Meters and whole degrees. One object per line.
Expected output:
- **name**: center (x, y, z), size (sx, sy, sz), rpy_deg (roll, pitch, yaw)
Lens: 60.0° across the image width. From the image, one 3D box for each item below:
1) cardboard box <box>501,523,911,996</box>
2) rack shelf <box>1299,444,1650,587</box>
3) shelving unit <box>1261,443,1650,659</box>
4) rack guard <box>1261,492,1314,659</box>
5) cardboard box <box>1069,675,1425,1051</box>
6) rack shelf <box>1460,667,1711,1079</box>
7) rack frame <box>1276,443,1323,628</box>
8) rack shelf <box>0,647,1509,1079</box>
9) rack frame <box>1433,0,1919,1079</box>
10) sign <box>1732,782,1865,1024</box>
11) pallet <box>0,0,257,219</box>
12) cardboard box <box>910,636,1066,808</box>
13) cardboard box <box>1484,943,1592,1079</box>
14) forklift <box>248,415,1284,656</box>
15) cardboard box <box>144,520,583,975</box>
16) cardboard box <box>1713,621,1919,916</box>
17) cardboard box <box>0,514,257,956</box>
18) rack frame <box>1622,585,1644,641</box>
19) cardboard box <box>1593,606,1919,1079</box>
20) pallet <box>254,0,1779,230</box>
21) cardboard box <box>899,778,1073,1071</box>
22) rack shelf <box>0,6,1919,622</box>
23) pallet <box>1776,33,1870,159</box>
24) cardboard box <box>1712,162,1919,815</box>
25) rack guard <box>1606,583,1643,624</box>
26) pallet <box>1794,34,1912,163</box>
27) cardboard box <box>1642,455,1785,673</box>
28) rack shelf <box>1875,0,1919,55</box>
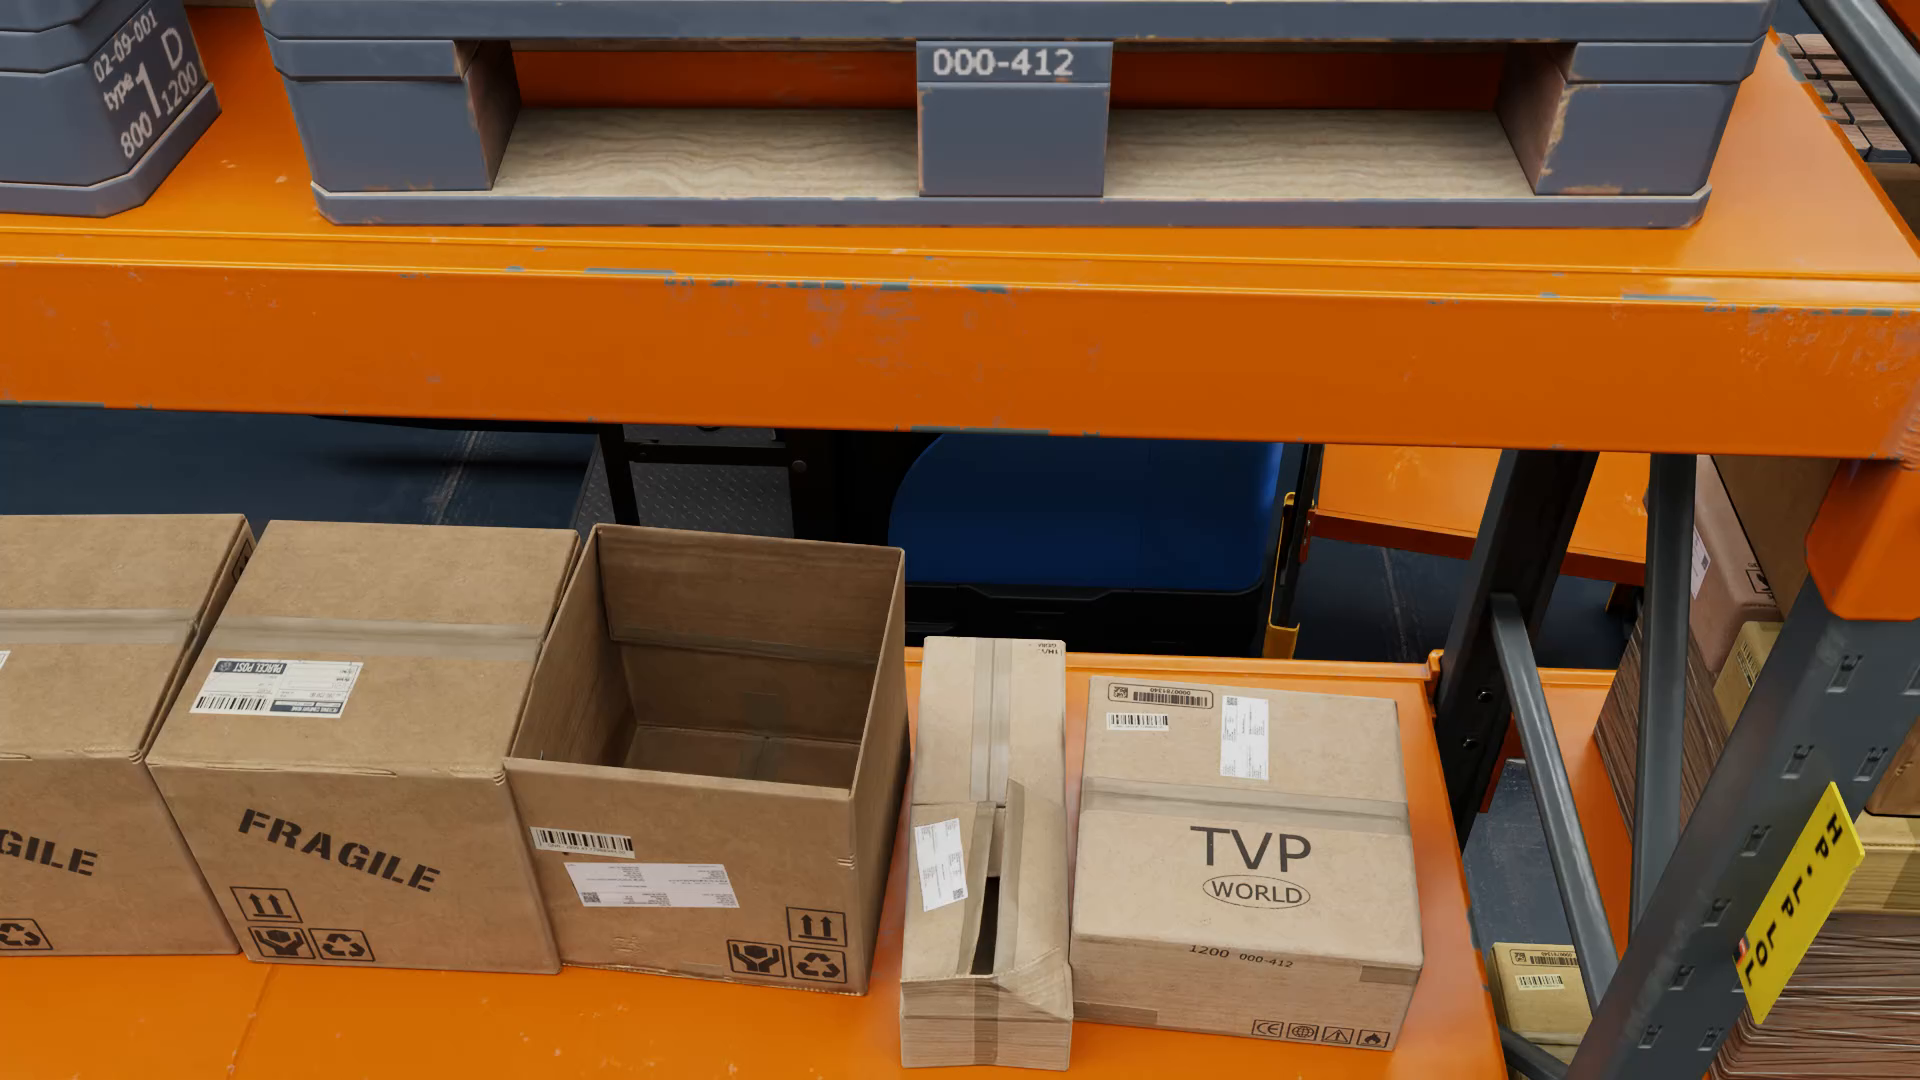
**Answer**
- **cardboard box**: center (-0.363, 0.340, 2.611), size (0.500, 0.500, 0.500), rpy_deg (5, 43, 5)
- **rack shelf**: center (1.458, -0.102, 4.523), size (1.000, 0.185, 0.538), rpy_deg (9, 44, 10)
- **shelving unit**: center (1.449, -0.235, 4.402), size (1.083, 1.500, 0.587), rpy_deg (9, 44, 10)
- **rack guard**: center (0.964, 0.145, 4.911), size (0.087, 0.250, 0.587), rpy_deg (9, 44, 10)
- **cardboard box**: center (0.435, 0.497, 2.626), size (0.500, 0.250, 0.500), rpy_deg (4, 43, 5)
- **rack shelf**: center (2.927, 0.752, 2.770), size (4.000, 0.370, 1.077), rpy_deg (2, 43, 2)
- **rack frame**: center (0.962, -0.312, 4.485), size (0.032, 1.500, 0.500), rpy_deg (9, 44, 10)
- **rack shelf**: center (-1.069, 0.629, 2.902), size (4.000, 0.370, 1.077), rpy_deg (2, 43, 2)
- **rack frame**: center (0.929, 0.427, 2.591), size (0.127, 3.000, 1.000), rpy_deg (2, 43, 2)
- **sign**: center (0.915, 0.402, 1.826), size (0.005, 0.325, 0.100), rpy_deg (2, 43, 2)
- **pallet**: center (-1.267, -0.732, 1.773), size (1.213, 0.211, 1.003), rpy_deg (4, 43, 4)
- **cardboard box**: center (0.053, 0.353, 2.855), size (0.250, 0.149, 0.380), rpy_deg (2, 43, 2)
- **cardboard box**: center (1.402, 1.145, 3.529), size (0.500, 0.250, 0.500), rpy_deg (2, 43, 2)
- **forklift**: center (-0.629, -1.091, 4.271), size (3.031, 2.935, 1.130), rpy_deg (2, 43, 2)
- **cardboard box**: center (-0.864, 0.324, 2.628), size (0.500, 0.500, 0.500), rpy_deg (2, 43, 2)
- **cardboard box**: center (1.189, 0.293, 2.185), size (0.250, 0.149, 0.380), rpy_deg (2, 43, 2)
- **cardboard box**: center (-1.390, 0.308, 2.645), size (0.500, 0.500, 0.500), rpy_deg (0, 43, 0)
- **rack frame**: center (1.953, -0.155, 4.317), size (0.032, 1.500, 0.500), rpy_deg (9, 44, 10)
- **cardboard box**: center (1.373, 0.400, 2.547), size (0.500, 0.500, 0.700), rpy_deg (1, 43, 1)
- **pallet**: center (0.048, -0.619, 1.653), size (1.217, 0.209, 0.805), rpy_deg (0, 43, 0)
- **cardboard box**: center (0.043, 0.574, 2.531), size (0.258, 0.266, 0.396), rpy_deg (1, 43, 1)
- **rack shelf**: center (-1.069, -0.469, 1.879), size (4.000, 0.370, 1.077), rpy_deg (2, 43, 2)
- **pallet**: center (3.047, -1.841, 7.071), size (1.213, 0.211, 1.003), rpy_deg (2, 43, 2)
- **cardboard box**: center (1.373, -0.075, 2.104), size (0.500, 0.500, 0.700), rpy_deg (2, 43, 2)
- **rack guard**: center (1.934, 0.299, 4.746), size (0.087, 0.250, 0.587), rpy_deg (9, 44, 10)
- **pallet**: center (4.263, -1.801, 7.029), size (1.213, 0.211, 1.003), rpy_deg (2, 43, 2)
- **cardboard box**: center (1.211, 0.016, 2.483), size (0.250, 0.149, 0.380), rpy_deg (2, 43, 2)
- **rack shelf**: center (2.927, -0.346, 1.748), size (4.000, 0.370, 1.077), rpy_deg (2, 43, 2)
